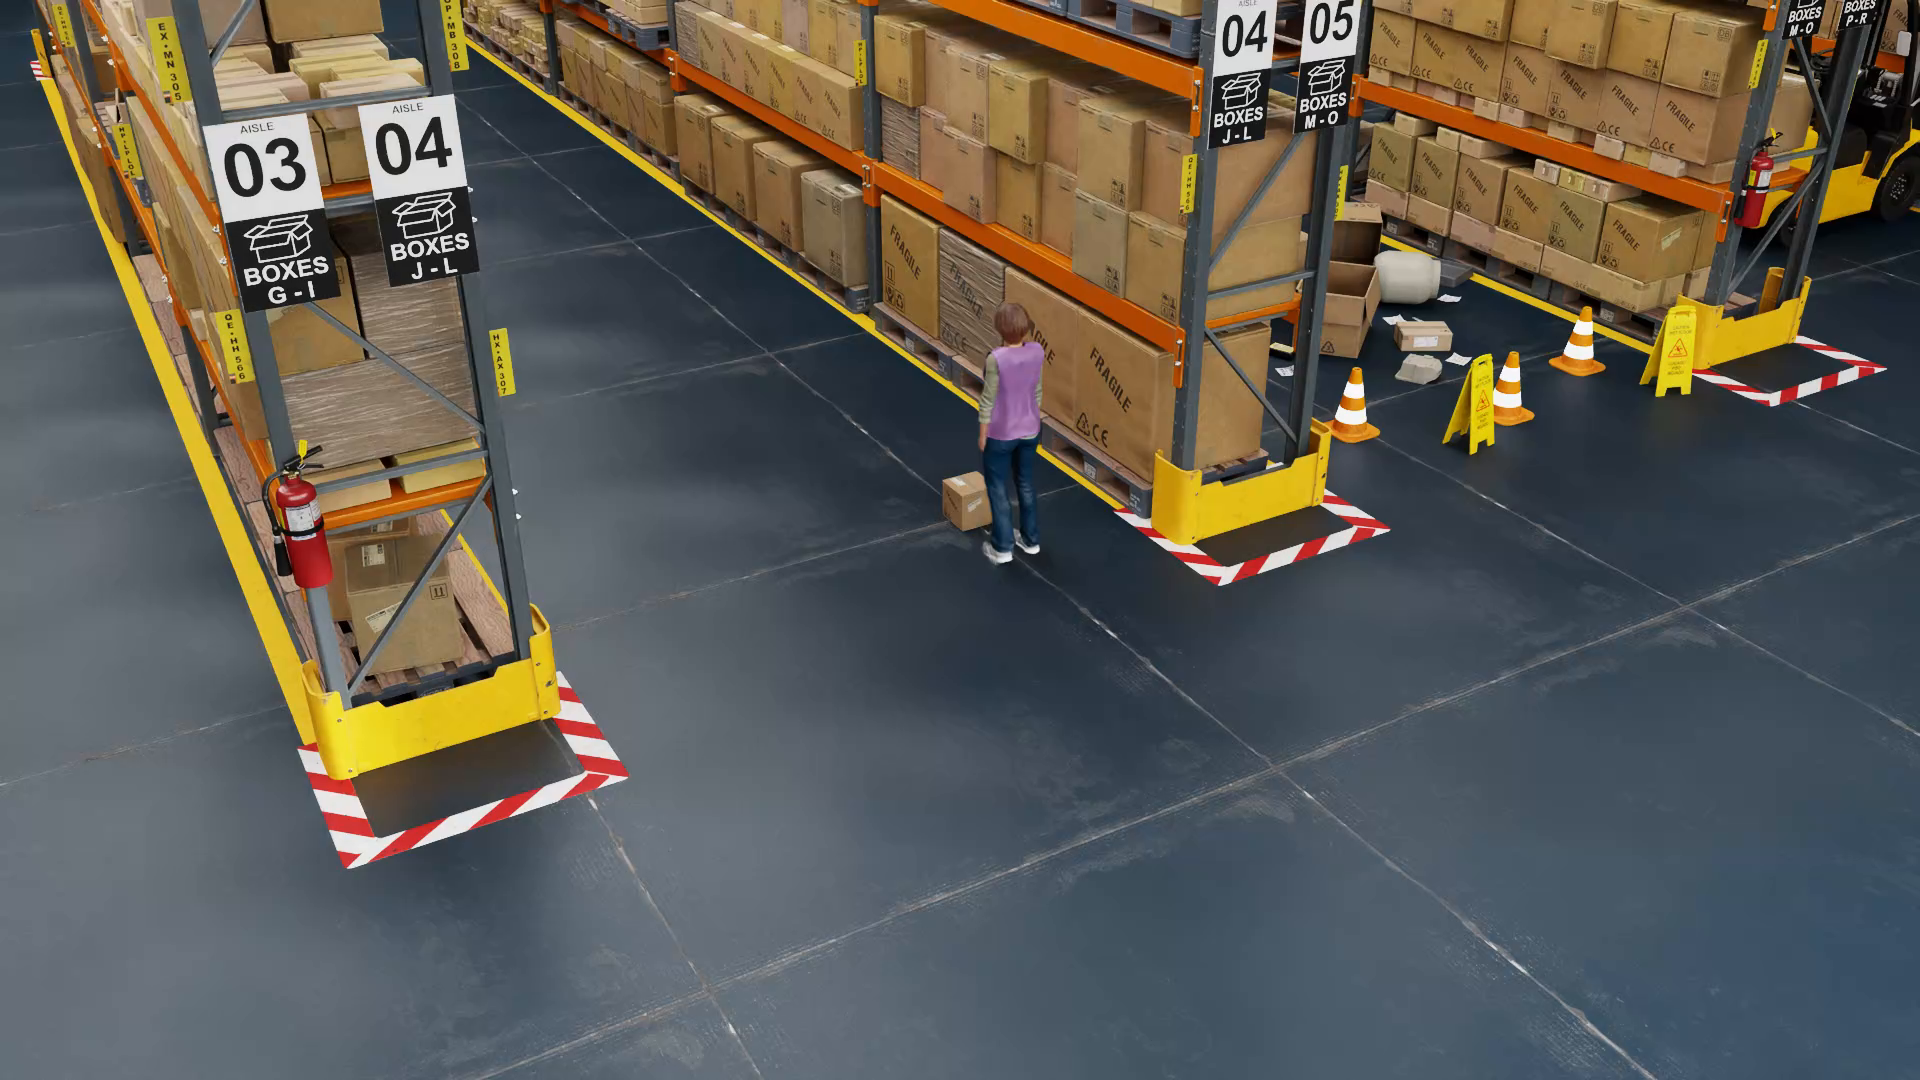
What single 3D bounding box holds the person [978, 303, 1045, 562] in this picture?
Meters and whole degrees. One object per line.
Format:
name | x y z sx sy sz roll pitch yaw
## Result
person | 0.286 -0.614 9.667 0.407 1.604 0.303 -15 33 -25
